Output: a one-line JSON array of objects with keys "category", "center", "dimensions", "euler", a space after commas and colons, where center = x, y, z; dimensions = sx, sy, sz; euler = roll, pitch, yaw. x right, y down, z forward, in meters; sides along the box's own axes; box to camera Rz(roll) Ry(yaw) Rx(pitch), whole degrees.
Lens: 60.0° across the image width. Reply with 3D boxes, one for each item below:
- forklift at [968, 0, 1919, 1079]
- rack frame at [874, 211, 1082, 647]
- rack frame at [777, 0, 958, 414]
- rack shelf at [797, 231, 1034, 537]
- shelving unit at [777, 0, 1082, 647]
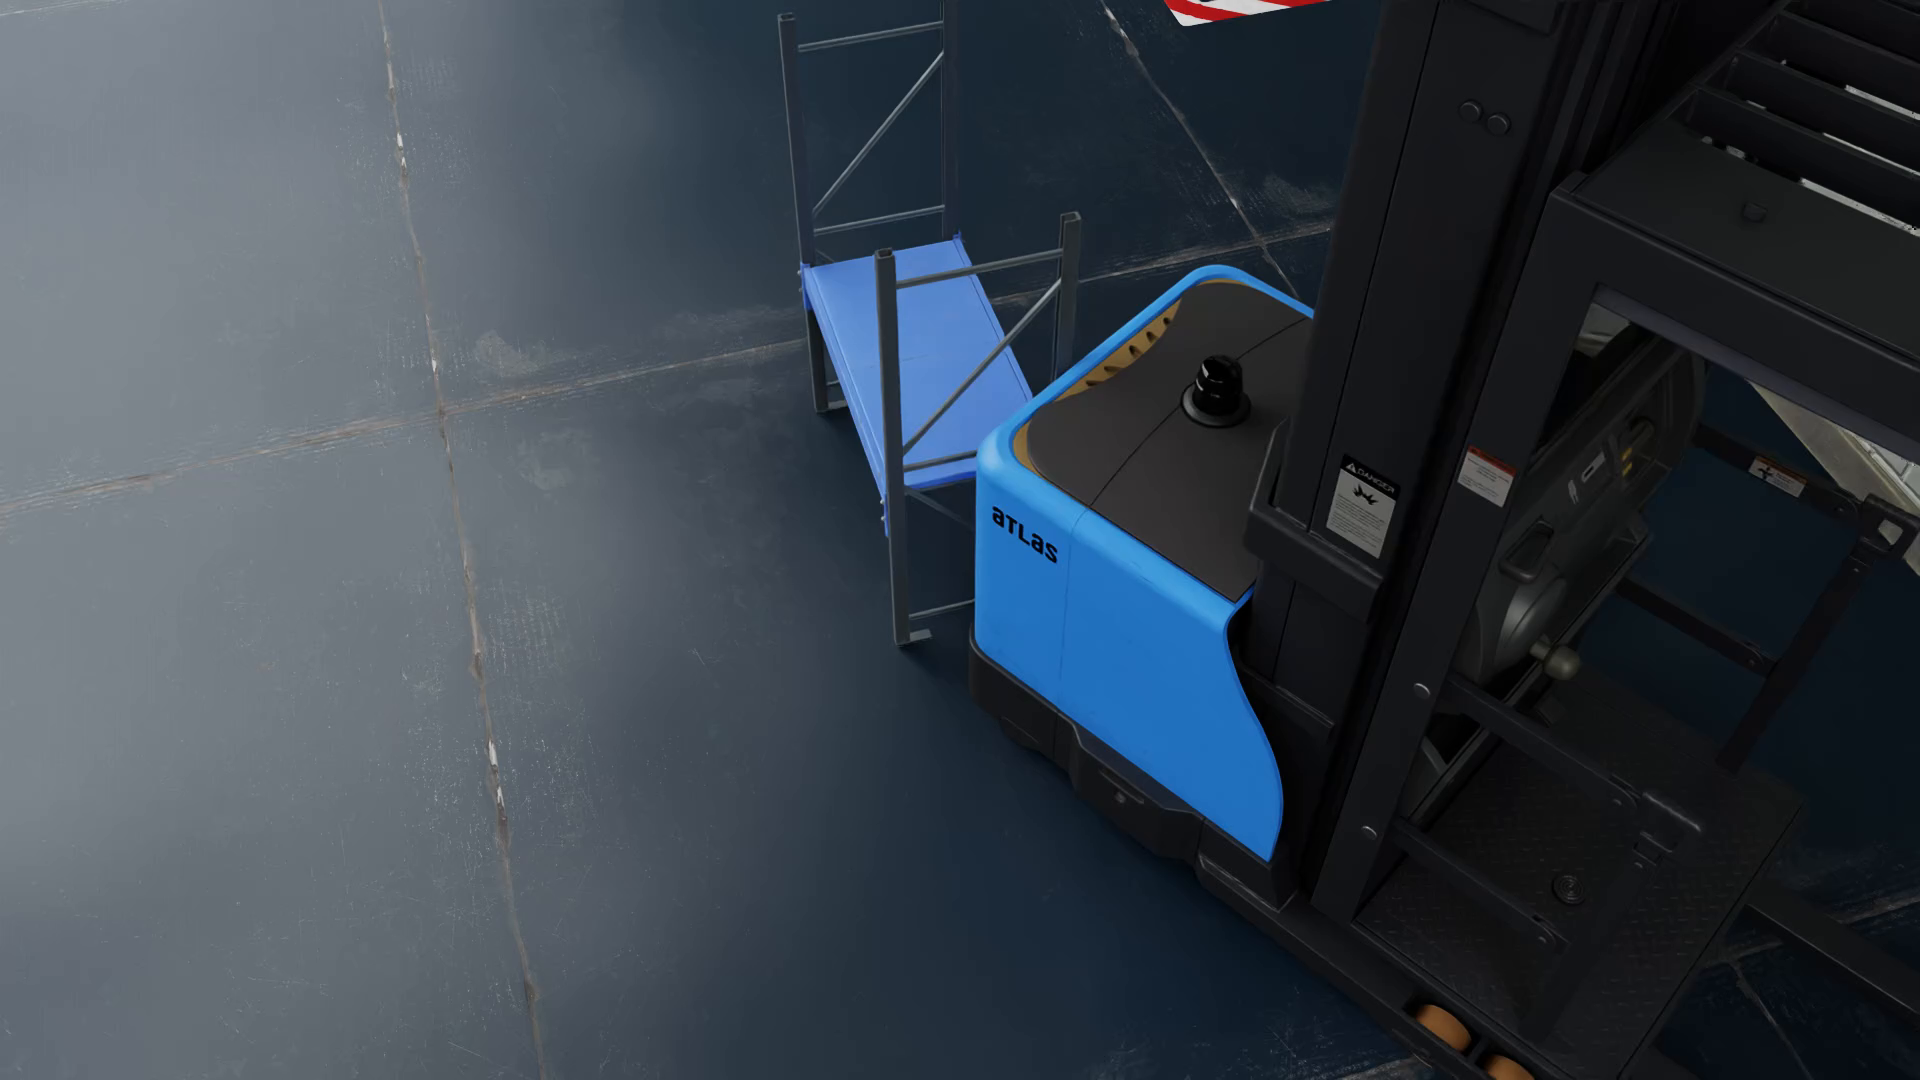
[{"category": "forklift", "center": [1.451, 0.010, 3.325], "dimensions": [3.031, 2.935, 1.130], "euler": [35, 58, 26]}, {"category": "rack frame", "center": [0.044, -0.231, 4.463], "dimensions": [0.500, 1.500, 0.032], "euler": [-13, 51, -11]}, {"category": "rack frame", "center": [-0.249, -0.975, 5.091], "dimensions": [0.500, 1.500, 0.032], "euler": [-13, 51, -11]}, {"category": "rack shelf", "center": [-0.102, -0.487, 4.915], "dimensions": [0.538, 0.185, 1.000], "euler": [-13, 51, -11]}, {"category": "shelving unit", "center": [-0.102, -0.603, 4.777], "dimensions": [0.538, 1.500, 1.048], "euler": [-13, 51, -11]}]
